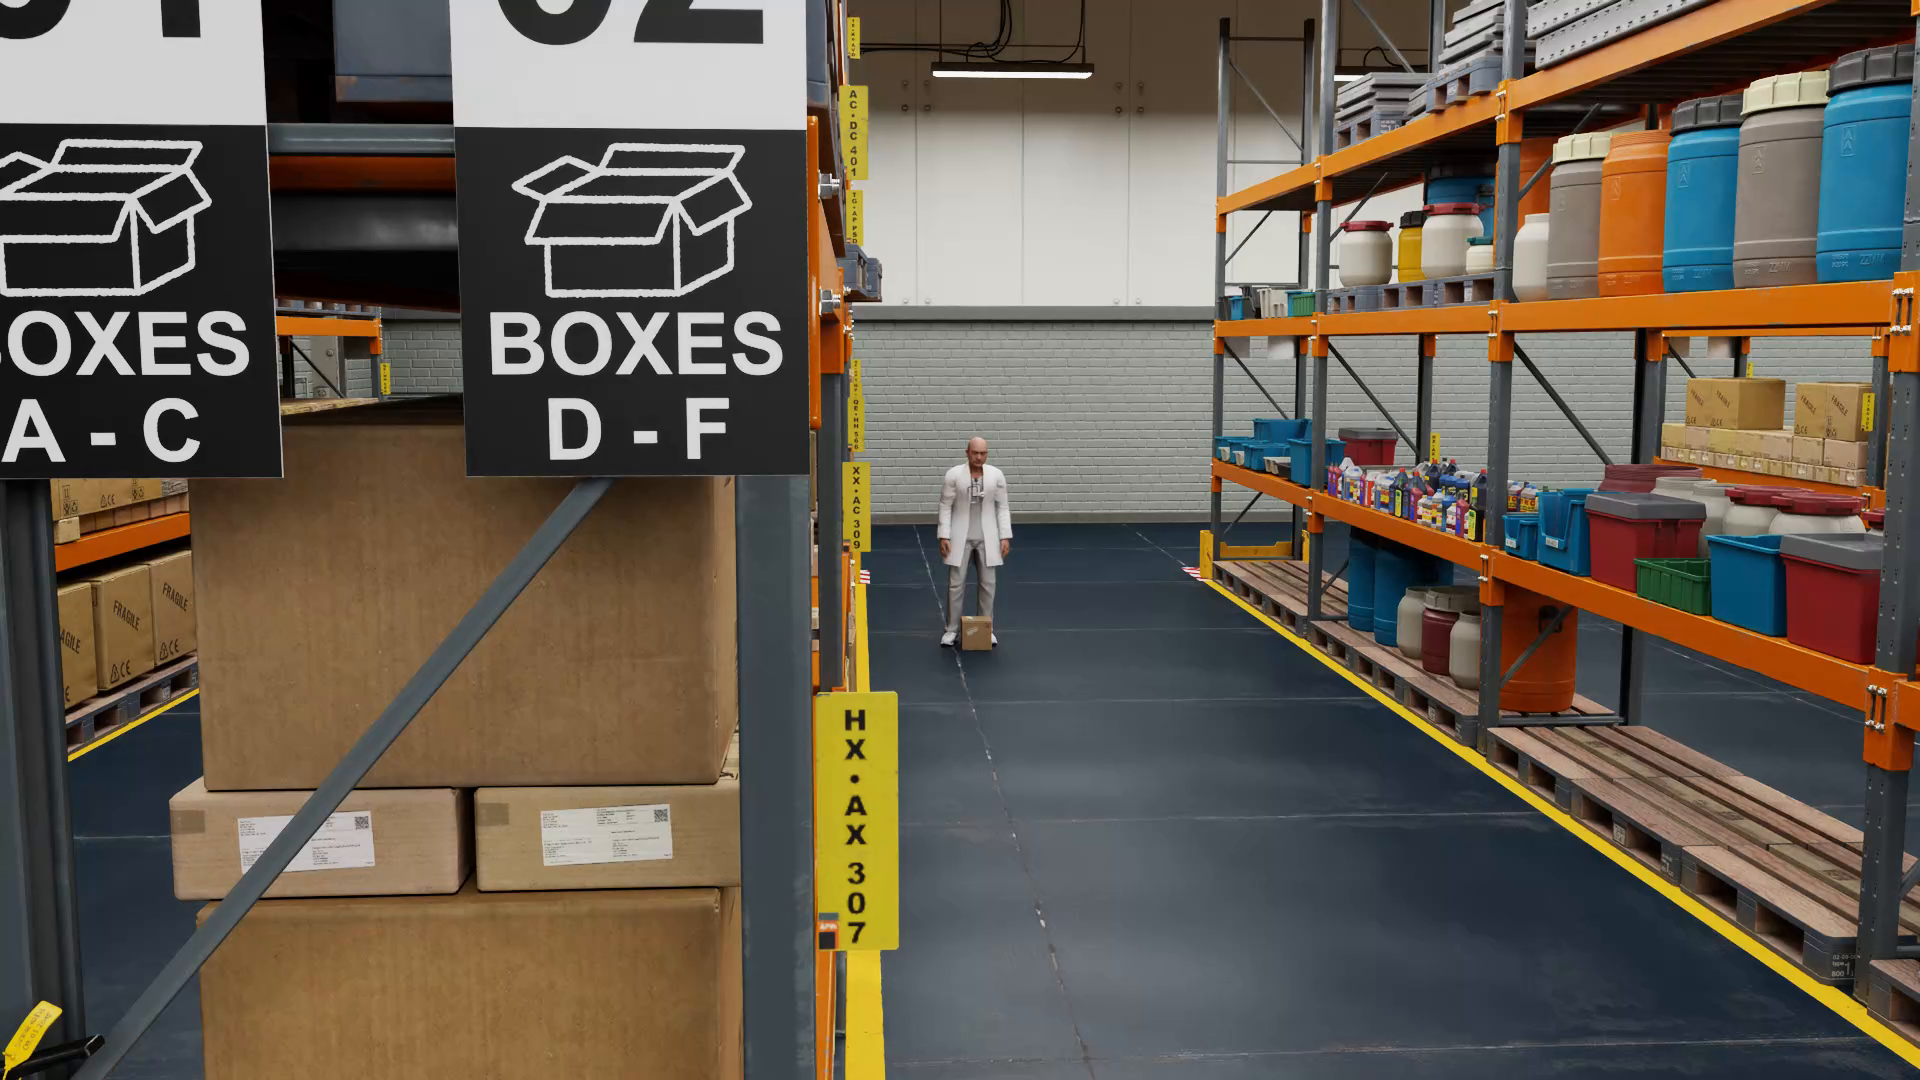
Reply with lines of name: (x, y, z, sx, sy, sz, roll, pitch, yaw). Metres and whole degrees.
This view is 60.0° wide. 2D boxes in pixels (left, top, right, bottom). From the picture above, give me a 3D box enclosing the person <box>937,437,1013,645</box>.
person: (0.125, 0.005, 14.258, 0.655, 1.775, 0.419, -1, 7, -6)
